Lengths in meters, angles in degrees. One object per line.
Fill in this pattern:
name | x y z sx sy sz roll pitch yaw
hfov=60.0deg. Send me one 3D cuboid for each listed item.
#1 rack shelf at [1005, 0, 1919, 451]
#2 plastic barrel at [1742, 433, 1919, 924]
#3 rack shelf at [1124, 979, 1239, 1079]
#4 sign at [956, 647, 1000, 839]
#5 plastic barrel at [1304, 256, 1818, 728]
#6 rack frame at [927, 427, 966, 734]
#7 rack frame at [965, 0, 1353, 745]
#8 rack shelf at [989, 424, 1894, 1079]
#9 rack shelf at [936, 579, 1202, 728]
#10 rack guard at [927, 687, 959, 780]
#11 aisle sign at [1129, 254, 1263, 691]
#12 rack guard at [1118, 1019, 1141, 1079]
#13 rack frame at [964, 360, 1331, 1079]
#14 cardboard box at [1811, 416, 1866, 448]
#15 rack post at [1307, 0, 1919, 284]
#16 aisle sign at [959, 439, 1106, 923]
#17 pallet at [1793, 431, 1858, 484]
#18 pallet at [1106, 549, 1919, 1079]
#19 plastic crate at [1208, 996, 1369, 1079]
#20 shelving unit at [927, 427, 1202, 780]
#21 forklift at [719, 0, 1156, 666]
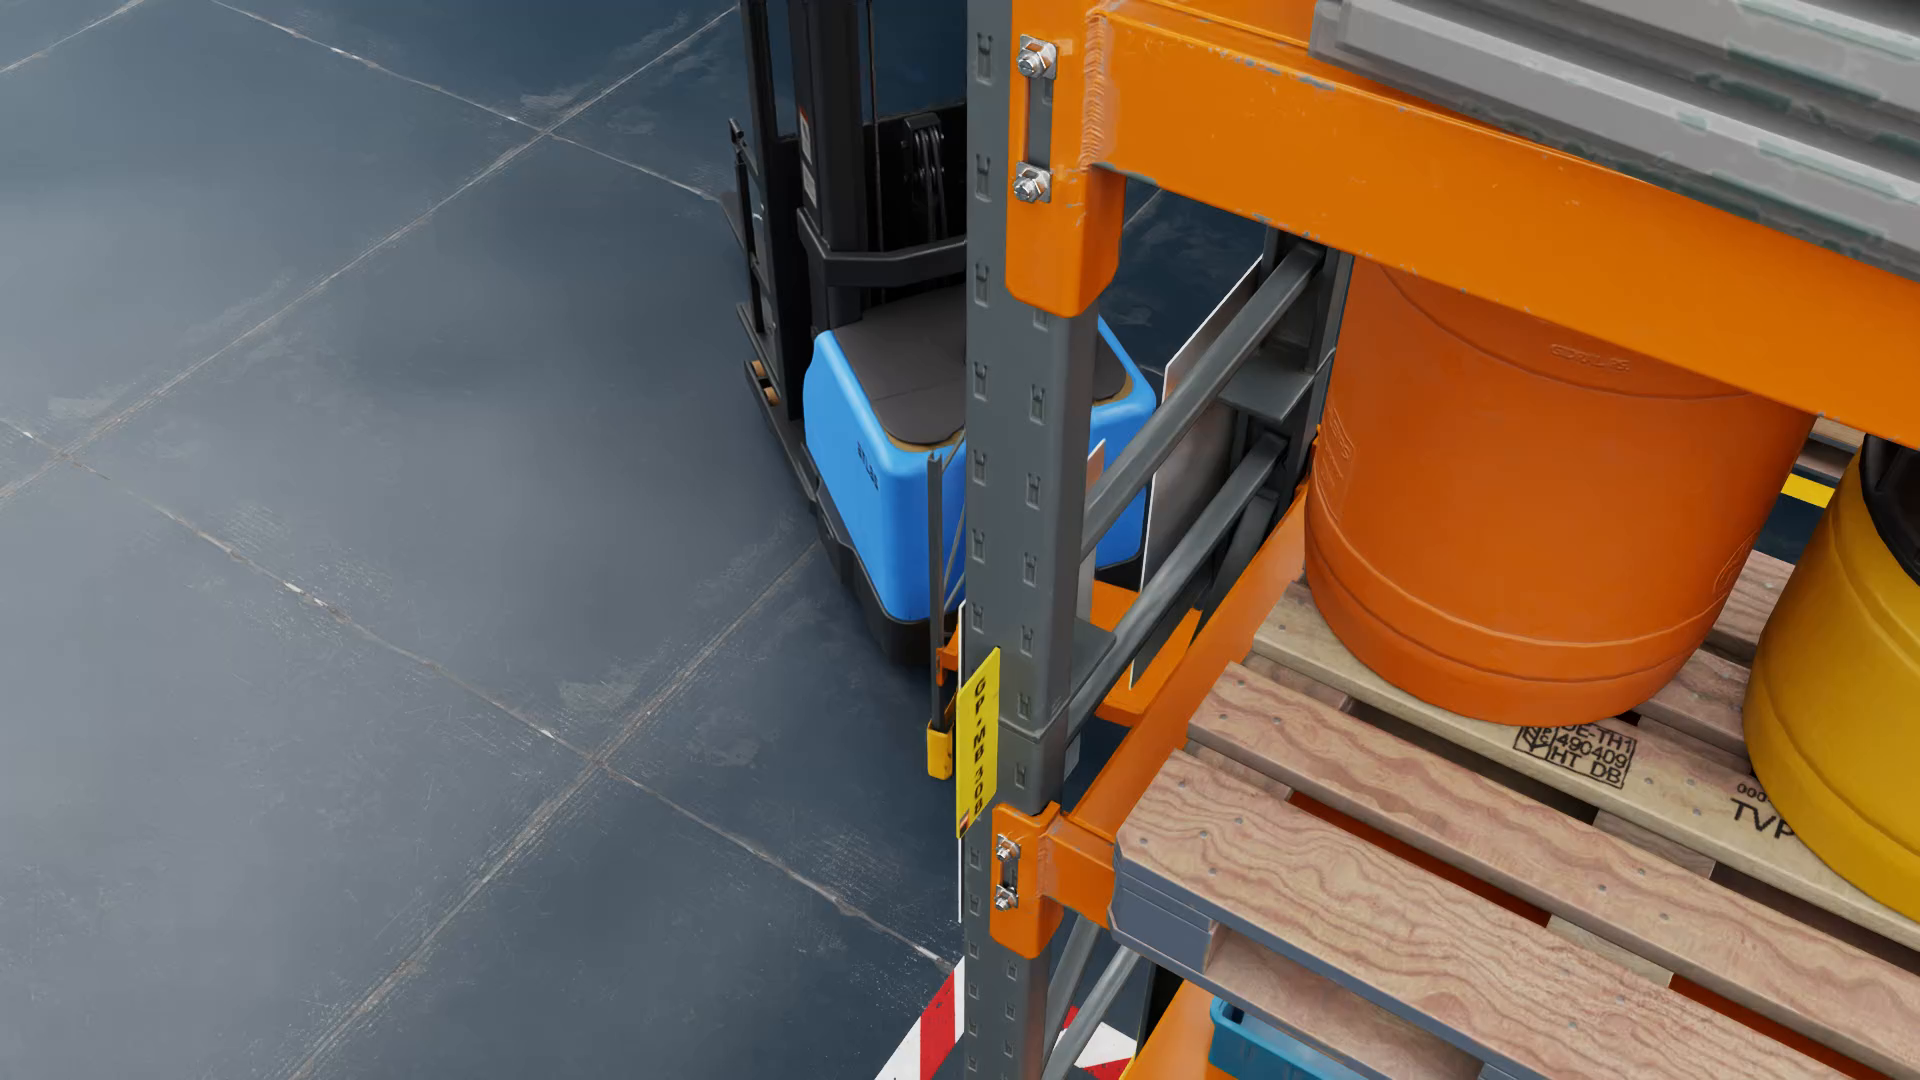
rack shelf | 2.008 0.076 1.182 4.000 0.370 1.077 25 51 22
plastic barrel | 1.353 0.109 2.037 0.600 0.588 0.600 0 46 0
rack shelf | 2.008 2.027 3.190 4.000 0.370 1.077 25 51 22
sign | 0.024 0.284 2.285 0.005 0.325 0.100 25 51 22
plastic barrel | 0.802 -0.228 2.196 0.708 0.830 0.600 25 51 22
rack frame | 0.013 0.125 5.583 0.032 1.500 0.500 17 48 16
rack frame | 0.325 -1.089 1.533 0.127 3.000 1.000 25 51 22
rack shelf | 2.008 0.982 2.115 4.000 0.370 1.077 25 51 22
rack shelf | 0.482 0.392 5.574 1.000 0.185 0.538 17 48 16
rack guard | 0.031 0.566 6.026 0.087 0.250 0.587 17 48 16
aisle sign | 0.424 -0.111 2.954 0.004 0.787 0.394 25 51 22
rack guard | 0.414 1.874 4.580 0.348 0.500 1.175 25 51 22
rack frame | 0.325 1.002 3.685 0.127 3.000 1.000 25 51 22
cardboard box | 3.756 -0.642 6.906 0.500 0.250 0.500 25 51 22
rack post | 0.892 -0.545 1.354 0.954 0.300 0.937 30 53 26
aisle sign | 0.106 0.245 2.608 0.004 0.787 0.394 25 51 22
pallet | 3.668 -0.744 7.326 1.213 0.211 1.003 25 51 22
pallet | 0.968 0.402 2.308 1.213 0.211 1.003 25 51 22
plastic crate | 0.908 1.067 3.725 0.616 0.251 0.499 25 51 22
shelving unit | 0.490 0.269 5.443 1.083 1.500 0.587 17 48 16
forklift | -0.306 -1.627 6.287 1.130 2.935 3.031 -16 48 -15
